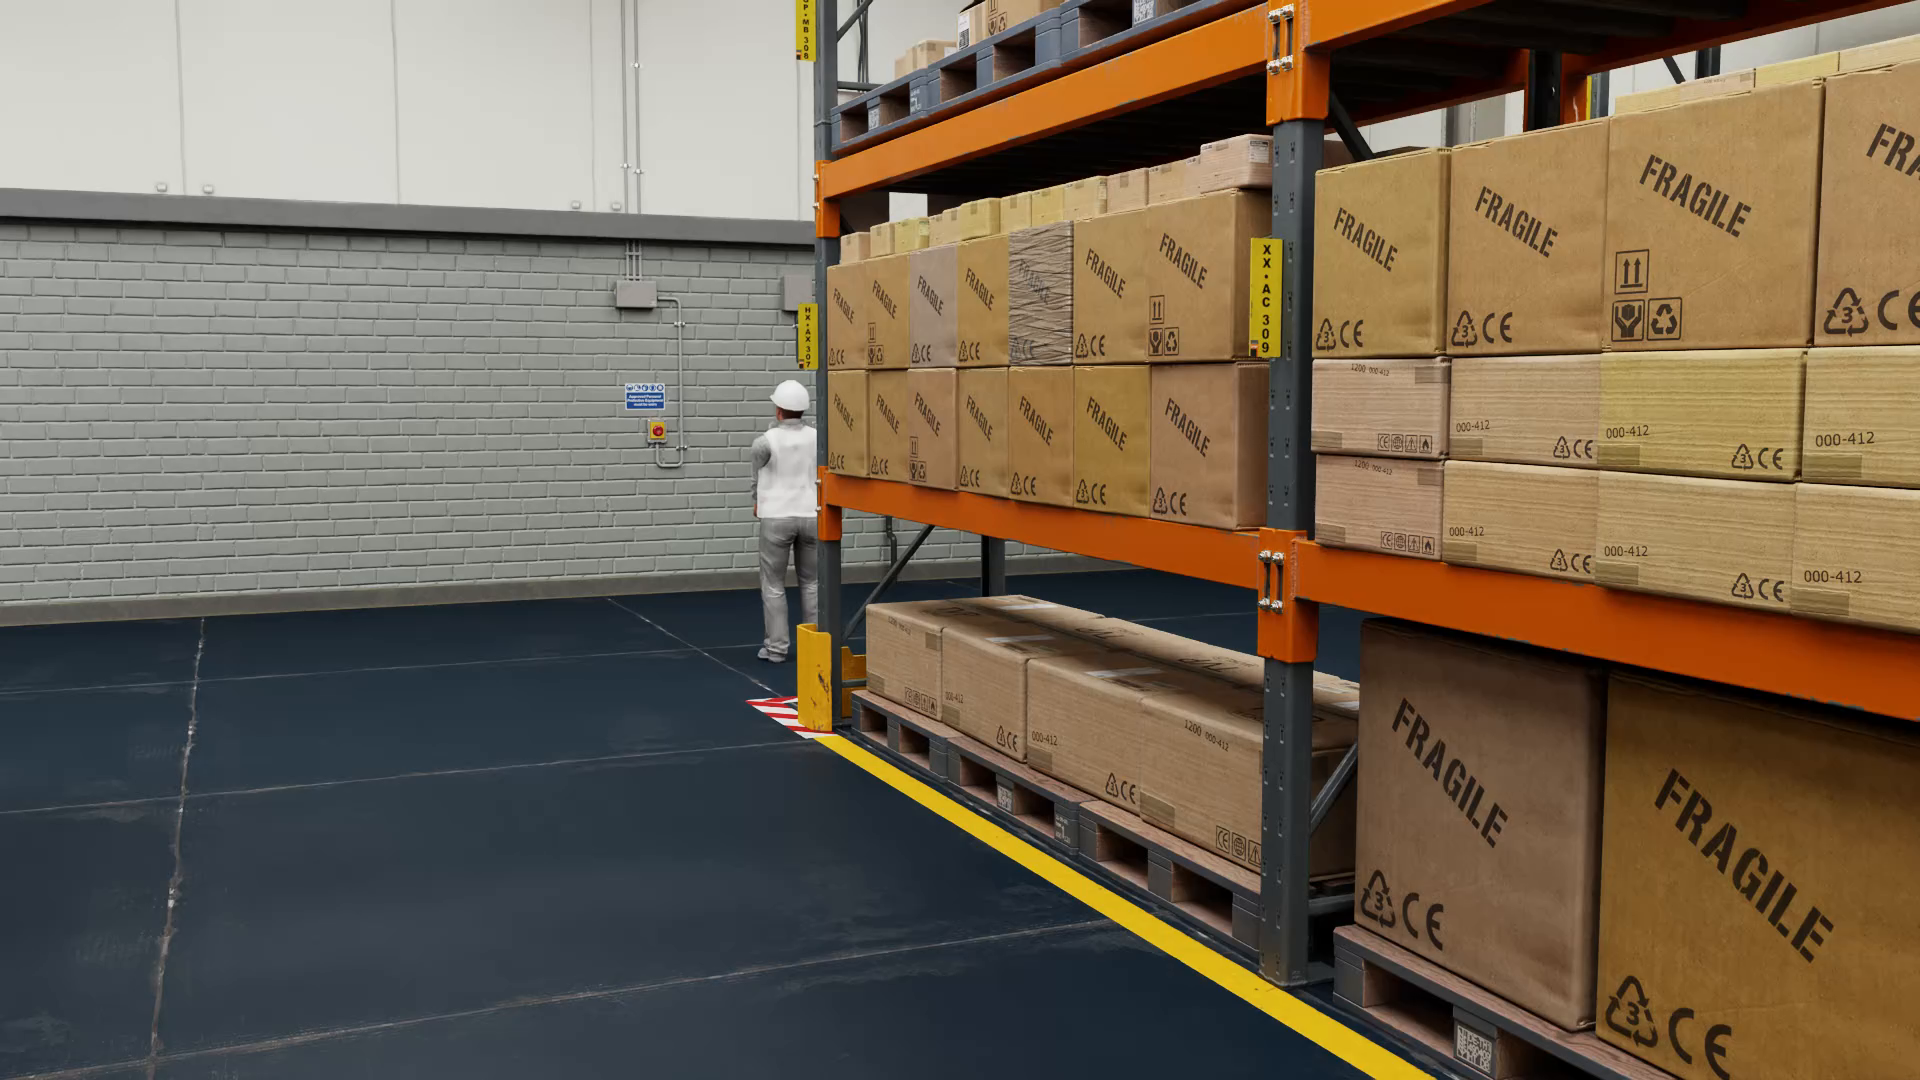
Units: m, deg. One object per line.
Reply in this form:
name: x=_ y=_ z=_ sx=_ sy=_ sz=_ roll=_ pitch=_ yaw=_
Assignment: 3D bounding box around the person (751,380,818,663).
person: x=-1.105 y=-0.128 z=10.527 sx=0.494 sy=1.762 sz=0.554 roll=-2 pitch=6 yaw=-23
